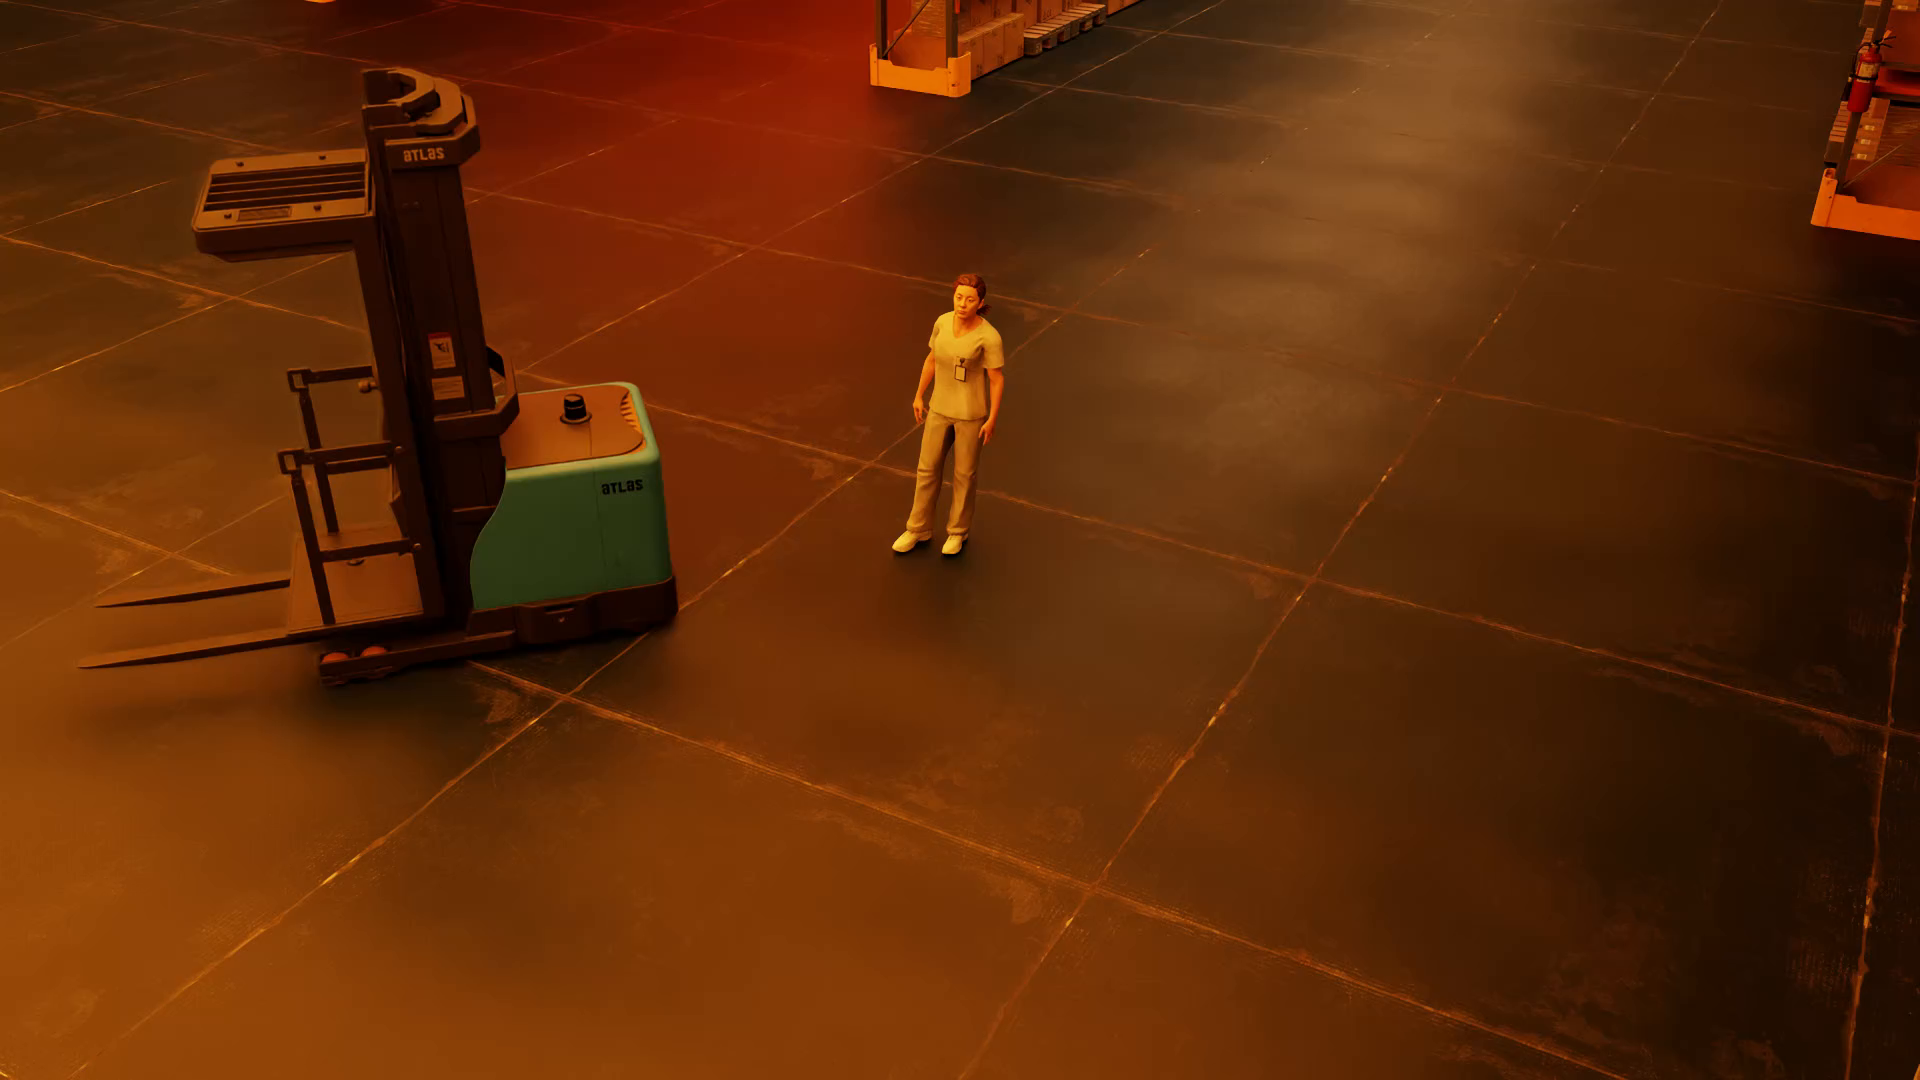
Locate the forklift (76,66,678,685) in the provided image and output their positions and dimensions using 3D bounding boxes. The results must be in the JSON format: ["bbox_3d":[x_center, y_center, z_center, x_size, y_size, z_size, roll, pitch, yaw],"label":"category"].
[{"bbox_3d":[-3.131,-0.808,8.470,3.031,2.935,1.130,-9,31,-15],"label":"forklift"}]

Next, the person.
[{"bbox_3d":[-0.048,-0.703,9.530,0.550,1.673,0.548,15,33,25],"label":"person"}]
